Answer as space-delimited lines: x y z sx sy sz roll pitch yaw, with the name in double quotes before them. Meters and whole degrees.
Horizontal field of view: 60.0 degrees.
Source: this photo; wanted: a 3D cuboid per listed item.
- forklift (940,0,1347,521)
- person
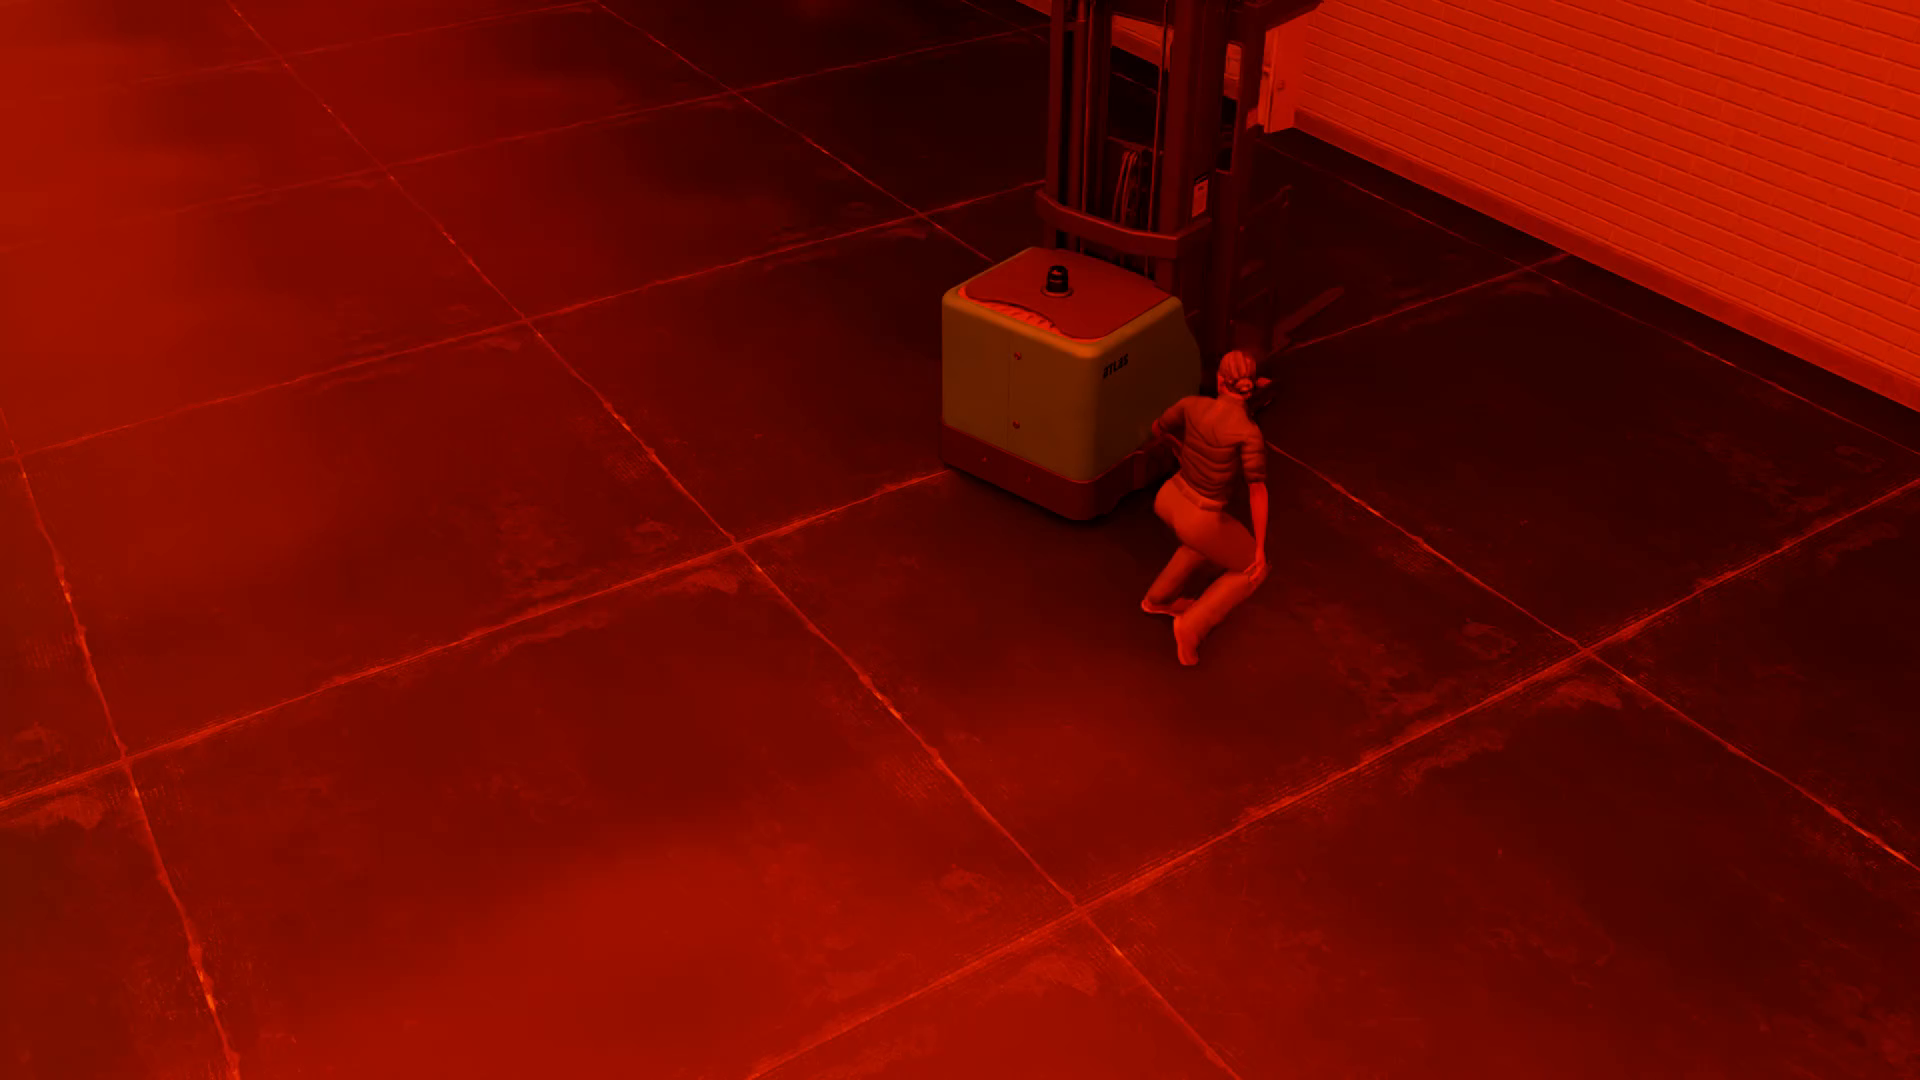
"forklift" 1.226 -2.074 9.099 1.130 2.935 3.031 26 43 32
"person" 1.147 -0.126 7.640 0.493 1.503 0.885 -19 39 -25
